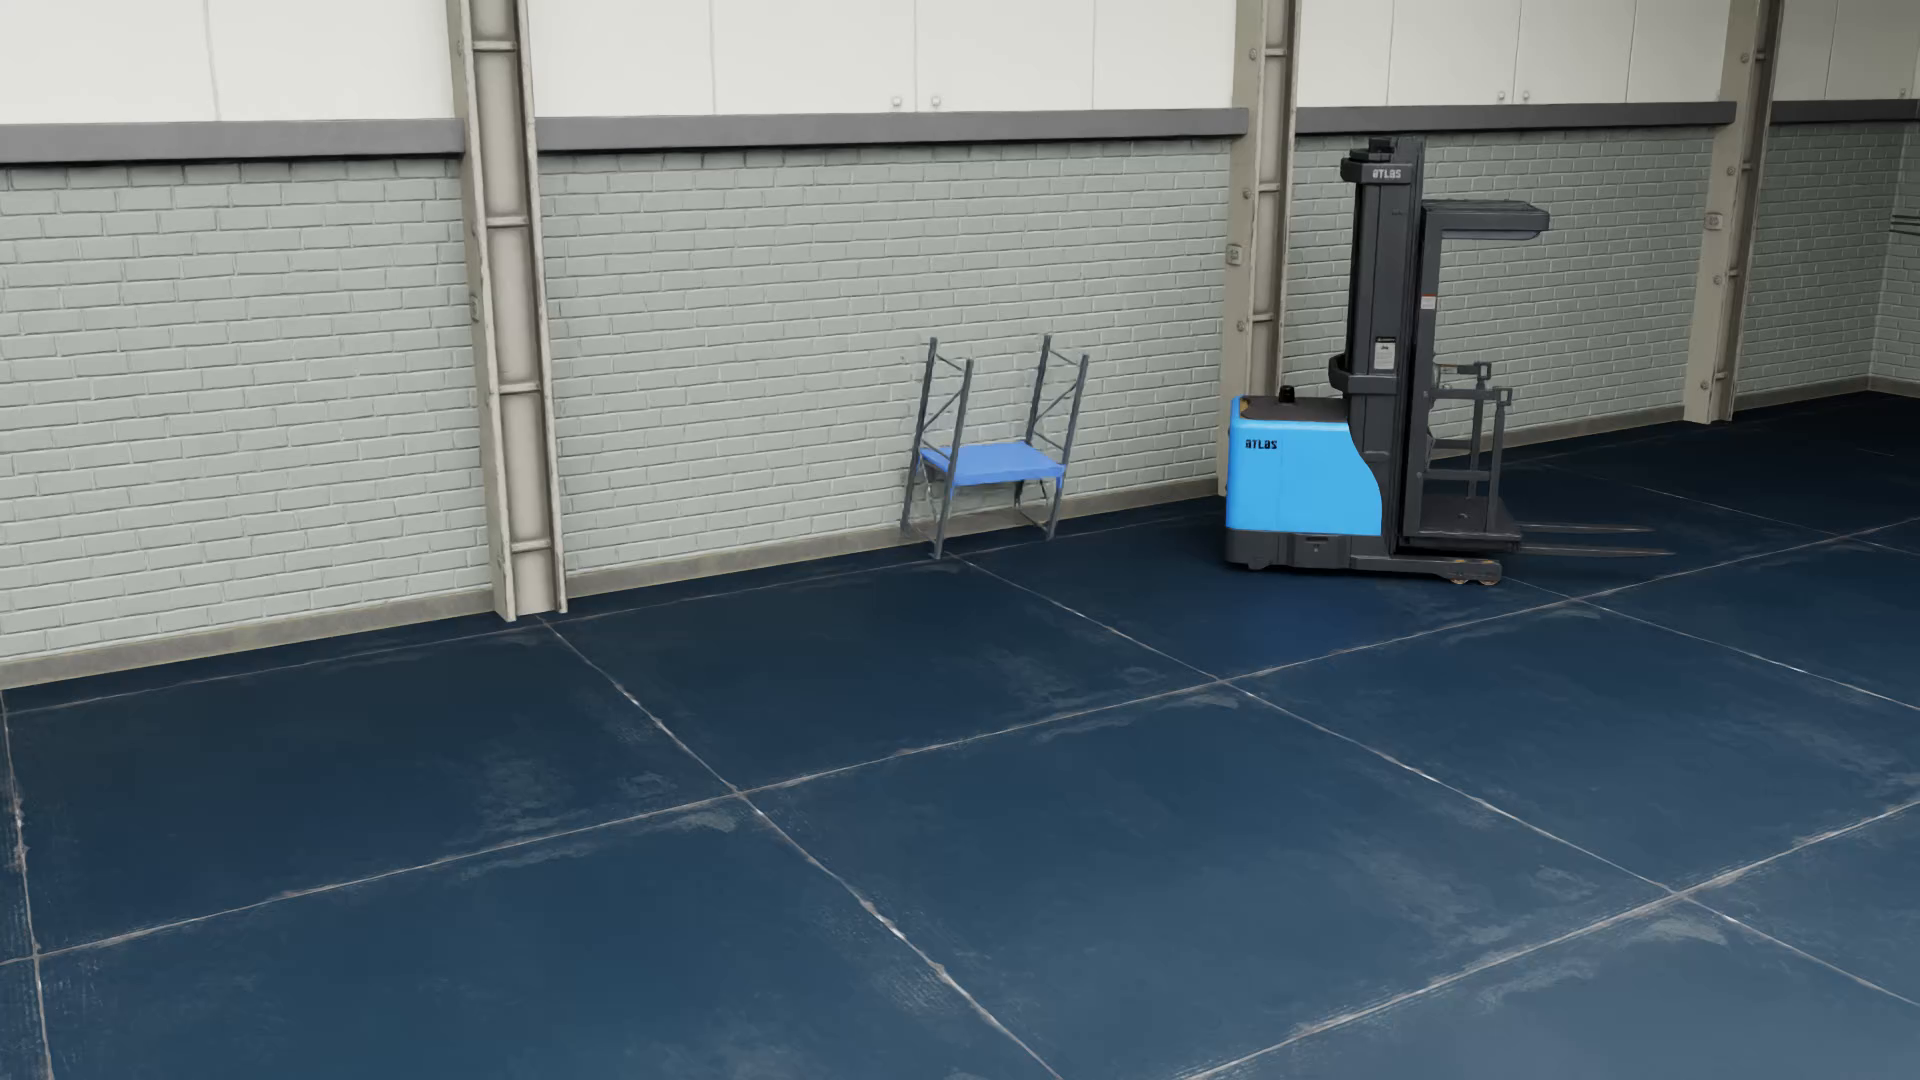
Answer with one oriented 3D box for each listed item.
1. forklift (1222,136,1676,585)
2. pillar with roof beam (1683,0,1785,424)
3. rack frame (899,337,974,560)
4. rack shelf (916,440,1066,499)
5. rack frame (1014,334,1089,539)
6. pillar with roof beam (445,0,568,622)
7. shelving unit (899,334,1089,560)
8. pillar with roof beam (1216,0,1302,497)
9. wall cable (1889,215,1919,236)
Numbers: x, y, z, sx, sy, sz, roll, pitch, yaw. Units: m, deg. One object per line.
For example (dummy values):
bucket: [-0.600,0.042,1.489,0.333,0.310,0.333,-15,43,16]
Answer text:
forklift: [3.405,-1.258,11.467,3.031,2.935,1.130,3,16,9]
pillar with roof beam: [9.723,-4.547,11.960,0.400,9.000,9.100,-9,18,-30]
rack frame: [-0.175,-0.638,11.773,0.032,1.500,0.500,-7,28,-35]
rack shelf: [0.211,-0.523,12.132,1.000,0.185,0.538,-7,28,-35]
rack frame: [0.655,-0.735,12.353,0.032,1.500,0.500,-7,28,-35]
pillar with roof beam: [-0.564,-2.879,6.010,0.400,9.000,9.100,-9,18,-30]
shelving unit: [0.240,-0.687,12.063,1.048,1.500,0.538,-7,28,-35]
pillar with roof beam: [4.580,-3.713,8.985,0.400,9.000,9.100,-9,18,-30]
wall cable: [10.712,-4.152,16.302,0.112,2.526,3.097,-9,18,-30]
